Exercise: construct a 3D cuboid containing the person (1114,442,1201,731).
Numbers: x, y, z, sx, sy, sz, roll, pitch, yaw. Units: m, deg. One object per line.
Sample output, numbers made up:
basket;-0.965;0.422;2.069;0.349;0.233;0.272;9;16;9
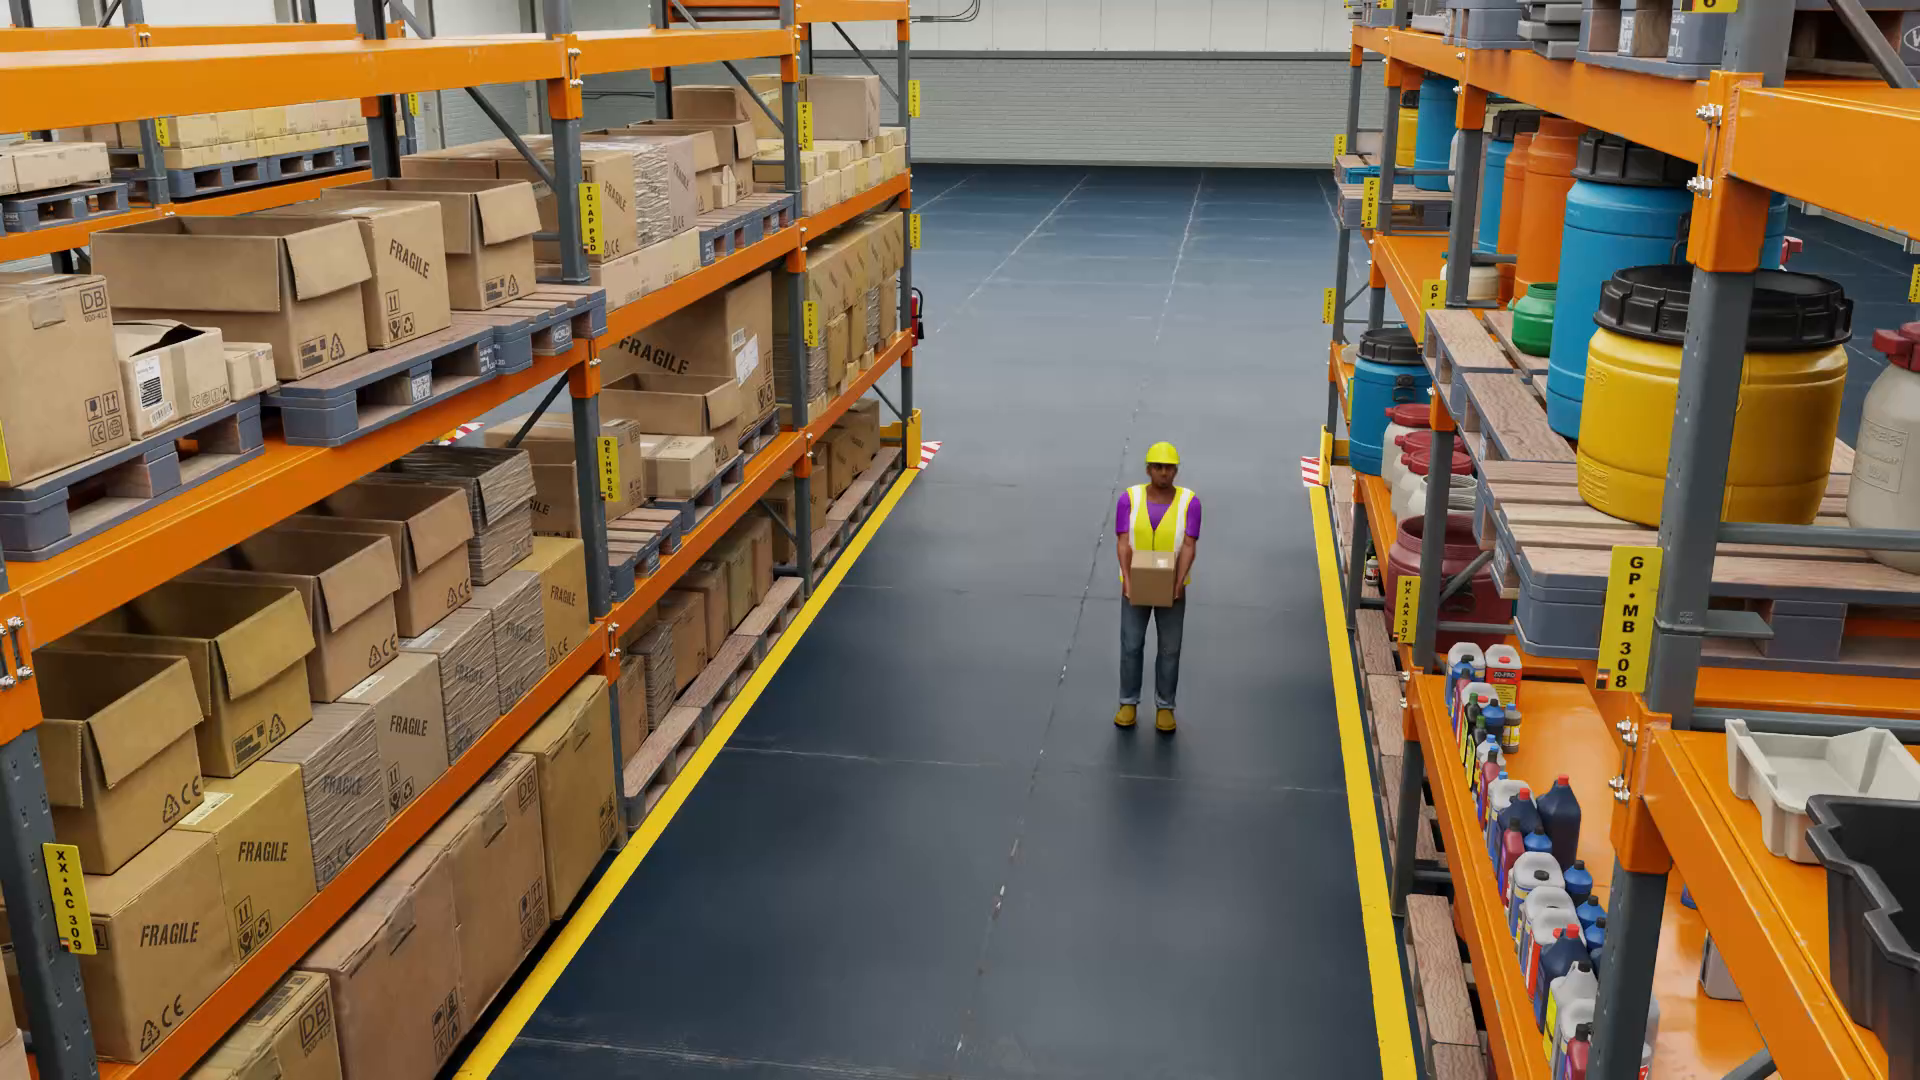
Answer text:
person;1.182;0.302;10.071;0.510;1.767;0.575;3;18;9
